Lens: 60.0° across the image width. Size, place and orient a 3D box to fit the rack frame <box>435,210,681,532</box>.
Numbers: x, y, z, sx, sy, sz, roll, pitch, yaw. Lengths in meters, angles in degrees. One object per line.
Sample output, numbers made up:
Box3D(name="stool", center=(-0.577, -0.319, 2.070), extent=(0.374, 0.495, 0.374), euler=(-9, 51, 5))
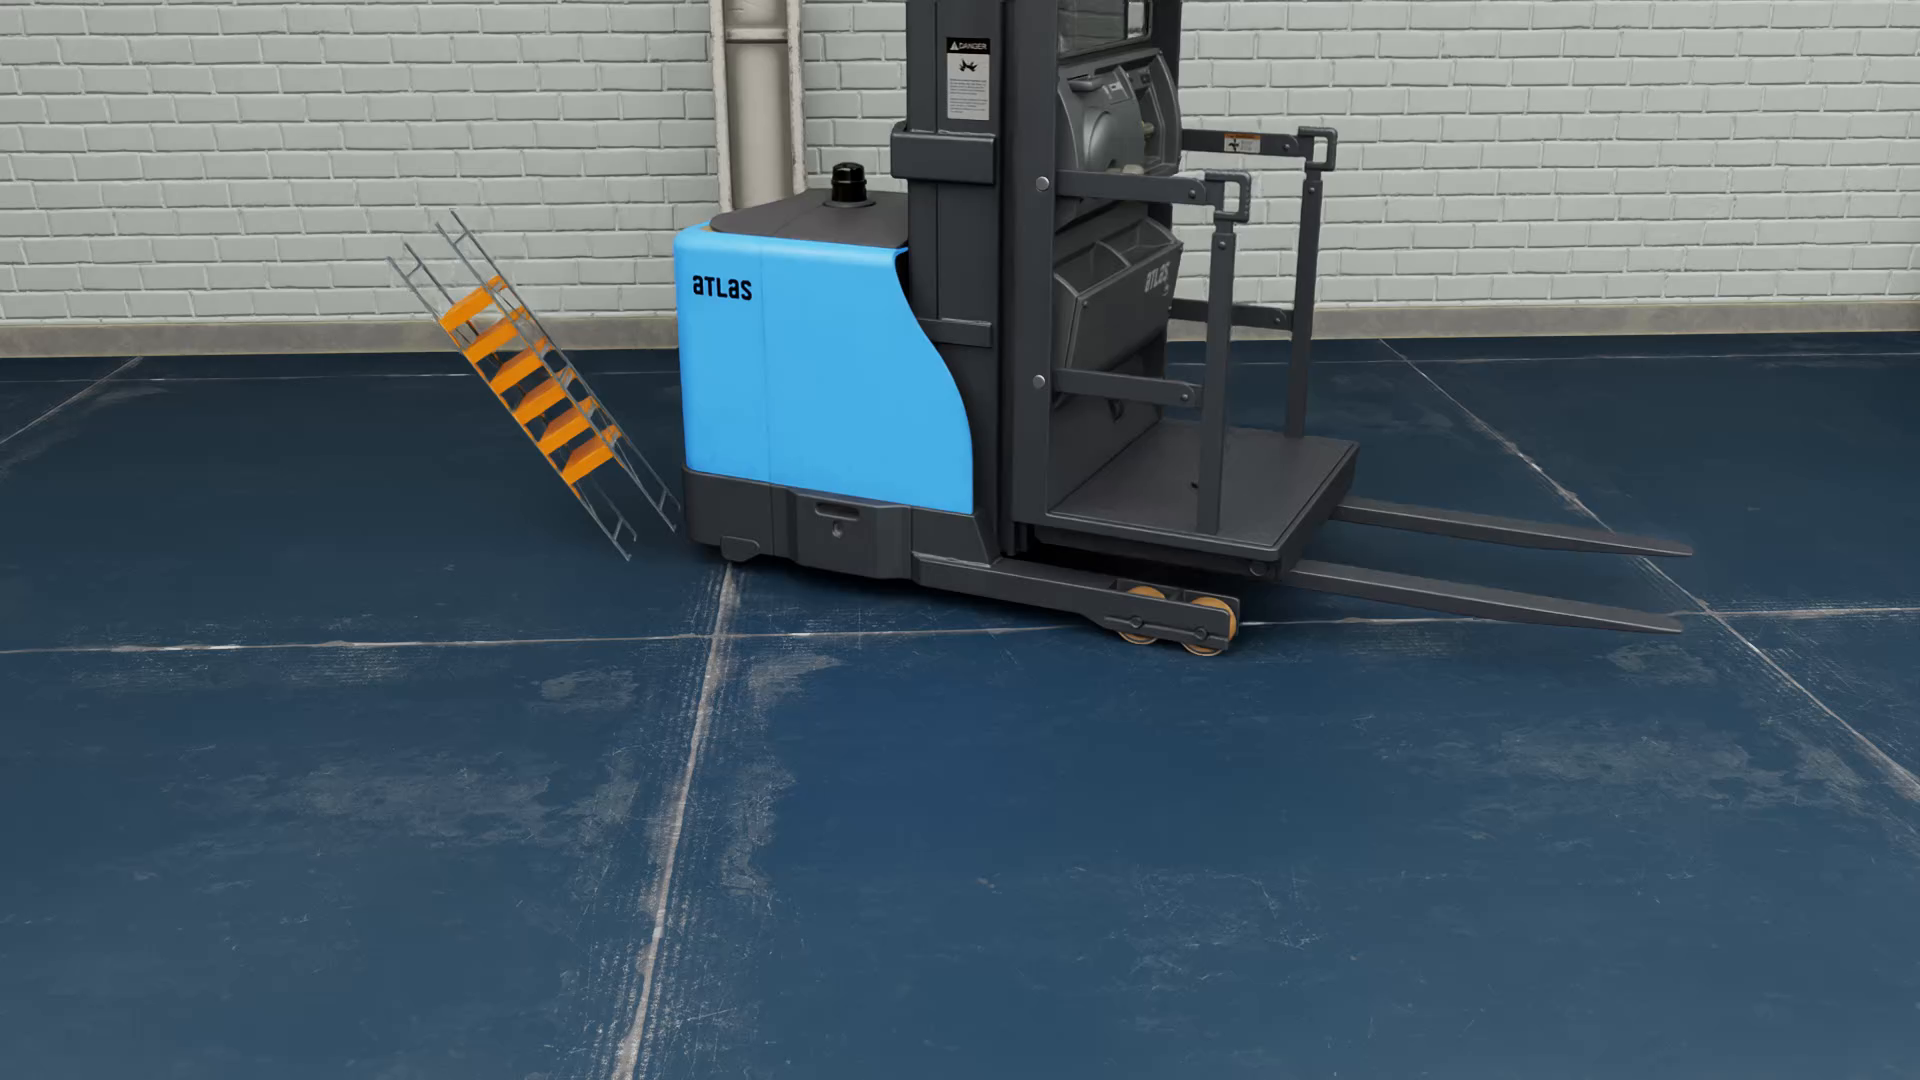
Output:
Box3D(name="rack frame", center=(-1.261, -0.532, 5.310), extent=(0.006, 1.200, 0.240), euler=(-32, 20, 8))

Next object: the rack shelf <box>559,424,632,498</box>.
Box3D(name="rack shelf", center=(-1.183, -0.264, 5.418), extent=(0.180, 0.103, 0.258), euler=(-32, 20, 8))

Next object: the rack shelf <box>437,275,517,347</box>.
Box3D(name="rack shelf", center=(-1.509, -0.726, 5.217), extent=(0.180, 0.103, 0.258), euler=(-32, 20, 8))

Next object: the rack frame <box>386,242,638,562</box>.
Box3D(name="rack frame", center=(-1.414, -0.435, 5.335), extent=(0.006, 1.200, 0.240), euler=(-32, 20, 8))

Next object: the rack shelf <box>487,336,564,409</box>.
Box3D(name="rack shelf", center=(-1.379, -0.541, 5.298), extent=(0.180, 0.103, 0.258), euler=(-32, 20, 8))

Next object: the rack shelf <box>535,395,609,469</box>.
Box3D(name="rack shelf", center=(-1.249, -0.356, 5.378), extent=(0.180, 0.103, 0.258), euler=(-32, 20, 8))

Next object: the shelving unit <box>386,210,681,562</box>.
Box3D(name="shelving unit", center=(-1.338, -0.483, 5.323), extent=(0.189, 1.200, 0.258), euler=(-32, 20, 8))

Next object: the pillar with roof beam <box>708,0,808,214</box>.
Box3D(name="pillar with roof beam", center=(-0.661, -3.571, 2.354), extent=(0.400, 9.000, 9.100), euler=(-1, 21, -3))

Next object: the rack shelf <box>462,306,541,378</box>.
Box3D(name="rack shelf", center=(-1.444, -0.634, 5.257), extent=(0.180, 0.103, 0.258), euler=(-32, 20, 8))

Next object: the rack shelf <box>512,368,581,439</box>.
Box3D(name="rack shelf", center=(-1.314, -0.449, 5.338), extent=(0.180, 0.103, 0.258), euler=(-32, 20, 8))

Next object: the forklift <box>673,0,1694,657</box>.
Box3D(name="forklift", center=(0.658, -1.252, 4.791), extent=(3.031, 2.935, 1.130), euler=(9, 23, 23))
